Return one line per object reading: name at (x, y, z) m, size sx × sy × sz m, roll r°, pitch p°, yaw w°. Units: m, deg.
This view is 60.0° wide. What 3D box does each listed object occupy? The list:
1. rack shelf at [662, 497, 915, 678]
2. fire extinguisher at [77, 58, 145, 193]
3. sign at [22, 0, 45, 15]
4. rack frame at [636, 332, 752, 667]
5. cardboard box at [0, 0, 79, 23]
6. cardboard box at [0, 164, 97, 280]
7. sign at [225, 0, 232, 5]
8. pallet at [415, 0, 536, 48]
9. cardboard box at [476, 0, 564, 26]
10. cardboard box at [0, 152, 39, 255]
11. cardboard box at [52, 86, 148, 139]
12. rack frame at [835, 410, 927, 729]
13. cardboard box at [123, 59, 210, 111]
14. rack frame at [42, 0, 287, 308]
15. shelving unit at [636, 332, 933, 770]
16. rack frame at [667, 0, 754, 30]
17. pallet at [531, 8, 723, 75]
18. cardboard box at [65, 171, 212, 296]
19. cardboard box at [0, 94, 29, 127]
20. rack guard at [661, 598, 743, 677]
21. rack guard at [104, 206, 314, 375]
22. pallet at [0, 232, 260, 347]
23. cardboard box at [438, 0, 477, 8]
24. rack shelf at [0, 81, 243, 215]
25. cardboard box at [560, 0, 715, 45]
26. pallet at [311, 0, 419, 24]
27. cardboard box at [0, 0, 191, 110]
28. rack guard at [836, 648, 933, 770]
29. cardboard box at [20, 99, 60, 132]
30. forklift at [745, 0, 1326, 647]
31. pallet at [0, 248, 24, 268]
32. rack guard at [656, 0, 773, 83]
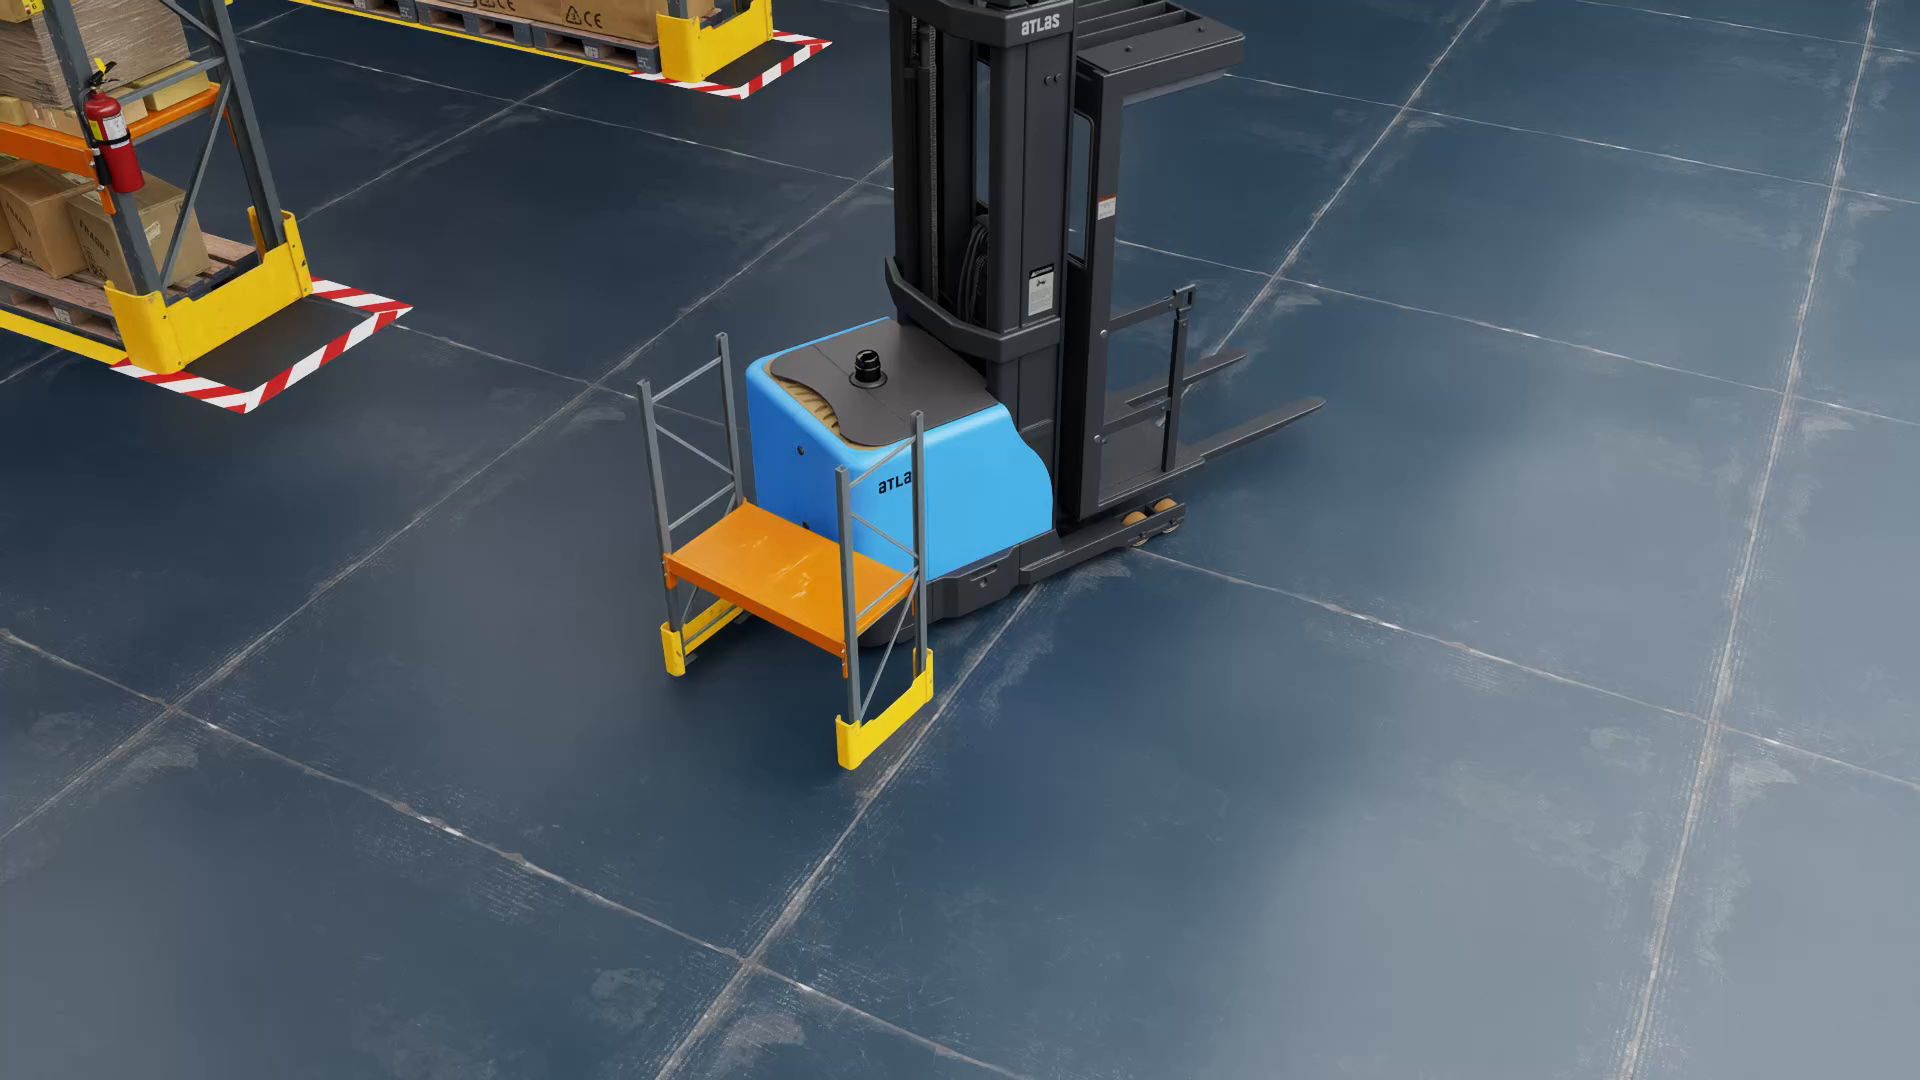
rack shelf at (-0.712, 0.184, 7.064) m, size 1.000 × 0.185 × 0.538 m, roll 24°, pitch 43°, yaw 28°
fire extinguisher at (-4.439, -2.153, 8.670) m, size 0.183 × 0.674 × 0.296 m, roll 17°, pitch 41°, yaw 21°
sign at (-4.602, -2.758, 8.183) m, size 0.005 × 0.325 × 0.100 m, roll 17°, pitch 41°, yaw 21°
rack frame at (-1.123, -0.139, 7.193) m, size 0.032 × 1.500 × 0.500 m, roll 24°, pitch 43°, yaw 28°
cardboard box at (-4.931, -3.040, 8.618) m, size 0.500 × 0.500 × 0.500 m, roll 17°, pitch 41°, yaw 21°
cardboard box at (-5.422, -1.965, 10.078) m, size 0.500 × 0.500 × 0.500 m, roll 29°, pitch 46°, yaw 33°
sign at (-4.079, -3.099, 9.136) m, size 0.005 × 0.325 × 0.100 m, roll 17°, pitch 41°, yaw 21°
pallet at (-3.783, -4.507, 14.014) m, size 1.213 × 0.211 × 1.003 m, roll 17°, pitch 41°, yaw 21°
cardboard box at (-3.373, -4.816, 13.523) m, size 0.875 × 0.875 × 0.875 m, roll 17°, pitch 40°, yaw 21°
cardboard box at (-5.969, -2.149, 10.321) m, size 0.500 × 0.500 × 0.500 m, roll 21°, pitch 42°, yaw 26°
cardboard box at (-4.677, -2.331, 9.048) m, size 0.250 × 0.149 × 0.380 m, roll 17°, pitch 41°, yaw 21°
rack frame at (-0.300, 0.222, 6.717) m, size 0.032 × 1.500 × 0.500 m, roll 24°, pitch 43°, yaw 28°
cardboard box at (-4.472, -2.570, 9.363) m, size 0.250 × 0.149 × 0.380 m, roll 17°, pitch 41°, yaw 21°
rack frame at (-4.329, -2.463, 9.014) m, size 0.127 × 3.000 × 1.000 m, roll 17°, pitch 41°, yaw 21°
shelving unit at (-0.719, 0.038, 6.959) m, size 1.083 × 1.500 × 0.587 m, roll 24°, pitch 43°, yaw 28°
rack frame at (-1.958, -5.098, 12.485) m, size 0.127 × 3.000 × 1.000 m, roll 17°, pitch 41°, yaw 21°
pallet at (-2.704, -4.168, 13.566) m, size 1.213 × 0.211 × 1.003 m, roll 17°, pitch 41°, yaw 21°
cardboard box at (-4.875, -1.817, 9.883) m, size 0.500 × 0.500 × 0.500 m, roll 25°, pitch 44°, yaw 29°
cardboard box at (-5.144, -2.443, 9.196) m, size 0.250 × 0.149 × 0.380 m, roll 17°, pitch 41°, yaw 21°
rack guard at (-1.122, 0.359, 7.570) m, size 0.087 × 0.250 × 0.587 m, roll 24°, pitch 43°, yaw 28°
rack guard at (-4.396, -1.489, 9.798) m, size 0.348 × 0.500 × 1.175 m, roll 17°, pitch 41°, yaw 21°
pallet at (-5.101, -1.618, 10.208) m, size 1.213 × 0.211 × 1.003 m, roll 17°, pitch 41°, yaw 21°
cardboard box at (-4.181, -5.070, 13.858) m, size 0.875 × 0.875 × 0.875 m, roll 18°, pitch 41°, yaw 22°
rack shelf at (-6.105, -2.733, 9.964) m, size 4.000 × 0.370 × 1.077 m, roll 17°, pitch 41°, yaw 21°
cardboard box at (-2.590, -4.572, 13.202) m, size 0.875 × 0.875 × 0.875 m, roll 18°, pitch 41°, yaw 22°
pallet at (-4.871, -4.846, 14.460) m, size 1.213 × 0.211 × 1.003 m, roll 17°, pitch 41°, yaw 21°
cardboard box at (-4.804, -2.789, 9.115) m, size 0.500 × 0.500 × 0.875 m, roll 17°, pitch 41°, yaw 21°
rack guard at (-0.316, 0.712, 7.104) m, size 0.087 × 0.250 × 0.587 m, roll 24°, pitch 43°, yaw 28°
cardboard box at (-4.898, -2.401, 9.140) m, size 0.250 × 0.149 × 0.380 m, roll 17°, pitch 41°, yaw 21°
forklift at (0.516, -1.380, 7.644) m, size 3.031 × 2.935 × 1.130 m, roll -22°, pitch 43°, yaw -27°
pallet at (-6.181, -1.958, 10.655) m, size 1.213 × 0.211 × 1.003 m, roll 17°, pitch 41°, yaw 21°
rack guard at (-1.937, -4.096, 13.232) m, size 0.348 × 0.500 × 1.175 m, roll 17°, pitch 41°, yaw 21°
